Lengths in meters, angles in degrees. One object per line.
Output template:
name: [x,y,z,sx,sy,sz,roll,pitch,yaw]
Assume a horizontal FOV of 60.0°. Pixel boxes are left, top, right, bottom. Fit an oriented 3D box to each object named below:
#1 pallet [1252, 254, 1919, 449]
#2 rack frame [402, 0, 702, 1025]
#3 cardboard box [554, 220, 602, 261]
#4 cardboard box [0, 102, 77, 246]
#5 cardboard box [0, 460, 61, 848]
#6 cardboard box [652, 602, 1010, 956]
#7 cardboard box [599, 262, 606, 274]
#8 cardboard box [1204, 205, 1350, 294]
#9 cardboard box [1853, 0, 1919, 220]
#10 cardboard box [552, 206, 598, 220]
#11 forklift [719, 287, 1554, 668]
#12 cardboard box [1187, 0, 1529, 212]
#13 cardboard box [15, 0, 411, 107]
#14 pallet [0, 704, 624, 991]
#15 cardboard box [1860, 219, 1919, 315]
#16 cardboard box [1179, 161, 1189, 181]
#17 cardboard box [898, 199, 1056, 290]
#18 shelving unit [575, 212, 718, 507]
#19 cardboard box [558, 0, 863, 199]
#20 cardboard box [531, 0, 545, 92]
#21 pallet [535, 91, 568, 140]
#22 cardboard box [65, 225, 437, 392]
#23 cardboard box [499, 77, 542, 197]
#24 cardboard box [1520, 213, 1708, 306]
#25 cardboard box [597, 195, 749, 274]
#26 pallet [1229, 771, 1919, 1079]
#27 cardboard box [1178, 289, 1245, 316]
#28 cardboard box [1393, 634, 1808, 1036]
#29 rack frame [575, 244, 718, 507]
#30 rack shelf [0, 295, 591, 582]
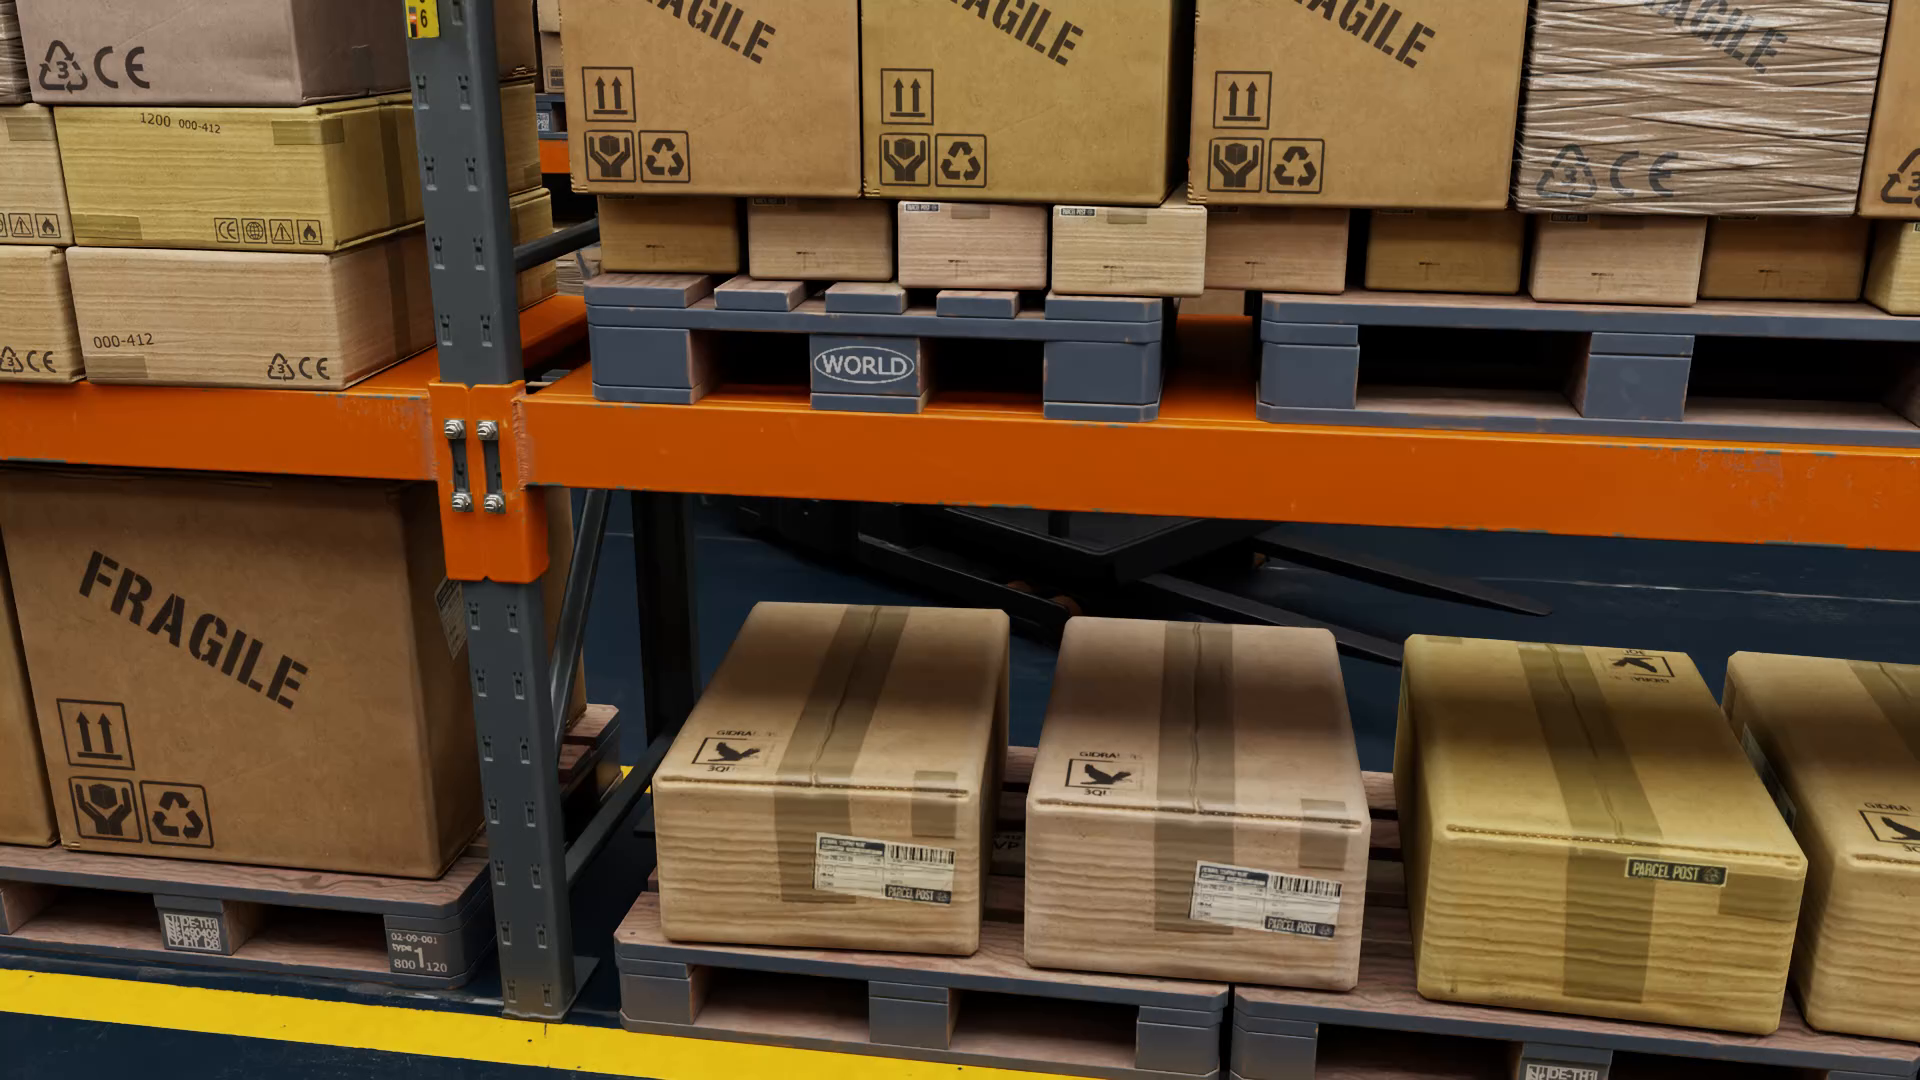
pallet: [1.171,-0.423,3.141,1.213,0.211,1.003,3,19,9]
rack frame: [-0.790,-0.600,3.370,0.127,3.000,1.000,3,19,9]
cardboard box: [-1.839,-1.498,8.308,0.250,0.149,0.380,2,19,6]
cardboard box: [-1.816,-0.736,3.223,0.500,0.250,0.500,2,19,7]
cardboard box: [-2.339,0.101,3.960,0.875,0.875,0.875,3,19,9]
cardboard box: [-0.234,0.478,3.626,0.625,0.372,0.950,2,19,5]
cardboard box: [-1.468,-1.177,8.372,0.500,0.500,0.500,4,19,11]
cardboard box: [0.556,-0.545,2.938,0.250,0.149,0.380,4,19,12]
cardboard box: [1.668,-0.790,2.650,0.500,0.500,0.500,4,19,11]
cardboard box: [-2.017,-1.676,8.840,0.250,0.149,0.380,2,19,6]
forklift: [0.468,-1.231,5.364,3.031,2.935,1.130,17,25,42]
cardboard box: [0.658,-0.844,2.810,0.500,0.500,0.500,3,19,10]
cardboard box: [-1.342,-1.066,3.028,0.500,0.500,0.500,2,19,7]
pallet: [-1.557,0.659,4.001,1.213,0.211,1.003,3,19,9]
cardboard box: [1.602,-0.474,2.727,0.250,0.149,0.380,3,19,9]
cardboard box: [0.350,-0.733,3.500,0.250,0.149,0.380,2,19,6]
cardboard box: [0.038,-0.553,2.962,0.250,0.149,0.380,2,19,5]
shelving unit: [-1.193,-0.703,6.562,0.189,1.200,0.258,-18,3,41]
cardboard box: [-0.383,-0.893,2.956,0.500,0.500,0.500,2,19,7]
cardboard box: [-2.228,-2.443,8.059,0.500,0.500,0.700,3,19,8]
pallet: [-1.928,-2.161,8.337,1.213,0.211,1.003,3,19,9]
cardboard box: [-1.331,-0.473,3.227,0.500,0.250,0.500,2,19,7]
cardboard box: [-1.251,-0.869,3.622,0.500,0.250,0.500,3,19,8]
cardboard box: [1.089,-0.509,2.832,0.250,0.149,0.380,4,19,10]
cardboard box: [-0.499,-0.606,3.120,0.250,0.149,0.380,2,19,5]
pallet: [1.182,0.824,3.508,1.213,0.211,1.003,3,19,9]
cardboard box: [1.253,-1.162,8.131,0.625,0.625,0.875,4,19,10]
cardboard box: [1.244,0.553,3.403,0.625,0.372,0.950,4,19,10]
rack frame: [-1.259,-0.681,6.622,0.006,1.200,0.240,-18,3,41]
rack shelf: [-2.765,-0.360,3.785,4.000,0.370,1.077,3,19,9]
